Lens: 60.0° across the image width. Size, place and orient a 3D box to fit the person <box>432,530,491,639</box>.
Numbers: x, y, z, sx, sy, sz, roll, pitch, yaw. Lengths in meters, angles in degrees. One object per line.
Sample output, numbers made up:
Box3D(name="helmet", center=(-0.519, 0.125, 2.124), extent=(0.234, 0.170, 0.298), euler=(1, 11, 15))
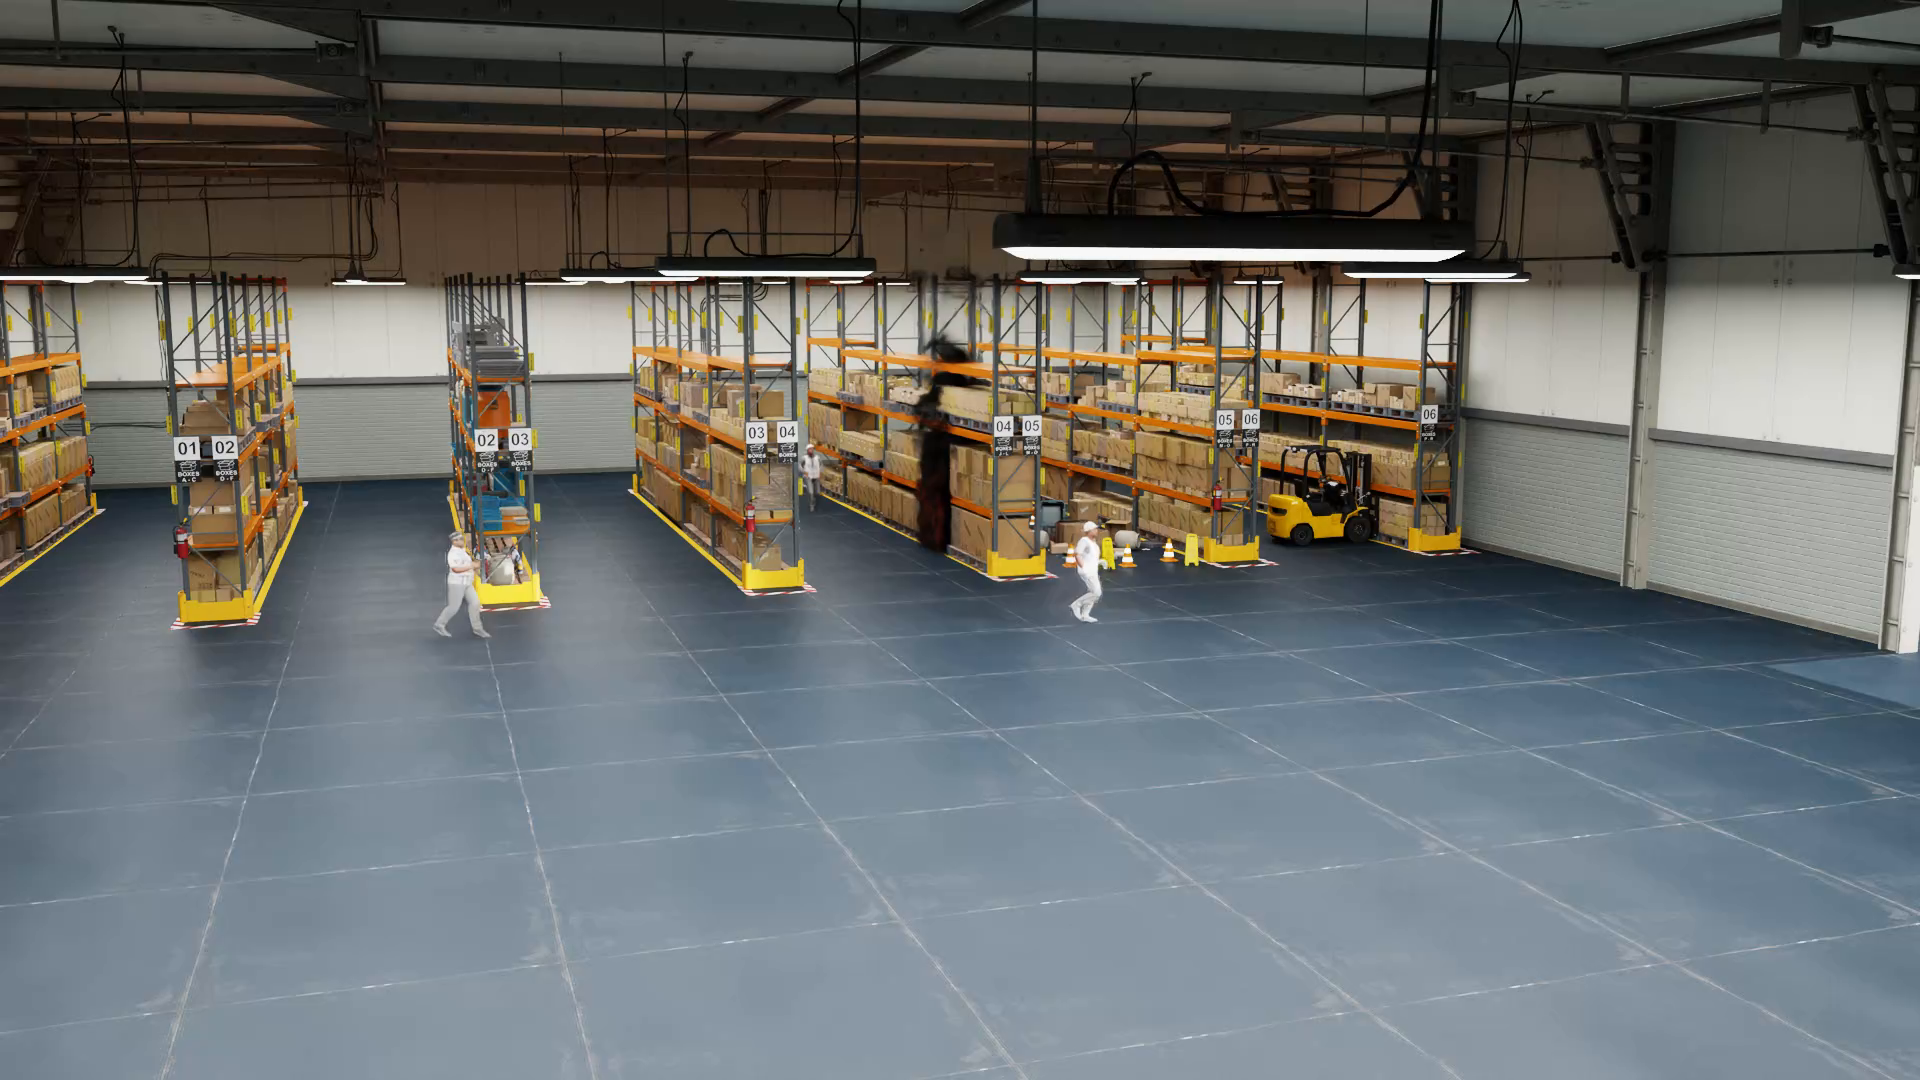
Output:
Box3D(name="person", center=(-8.198, 0.735, 27.255), extent=(0.914, 1.812, 0.645), euler=(1, 9, 5))

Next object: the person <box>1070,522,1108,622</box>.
Box3D(name="person", center=(2.228, 0.548, 28.693), extent=(0.590, 1.746, 0.695), euler=(3, 9, 17))

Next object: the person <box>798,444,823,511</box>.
Box3D(name="person", center=(-3.872, -1.632, 43.239), extent=(0.687, 1.733, 0.626), euler=(-3, 9, -21))

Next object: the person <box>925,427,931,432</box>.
Box3D(name="person", center=(-0.913, -2.821, 51.011), extent=(0.708, 1.750, 0.671), euler=(-2, 9, -16))

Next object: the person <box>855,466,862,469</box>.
Box3D(name="person", center=(-2.994, -2.621, 49.753), extent=(0.909, 1.721, 0.708), euler=(8, 12, 43))
